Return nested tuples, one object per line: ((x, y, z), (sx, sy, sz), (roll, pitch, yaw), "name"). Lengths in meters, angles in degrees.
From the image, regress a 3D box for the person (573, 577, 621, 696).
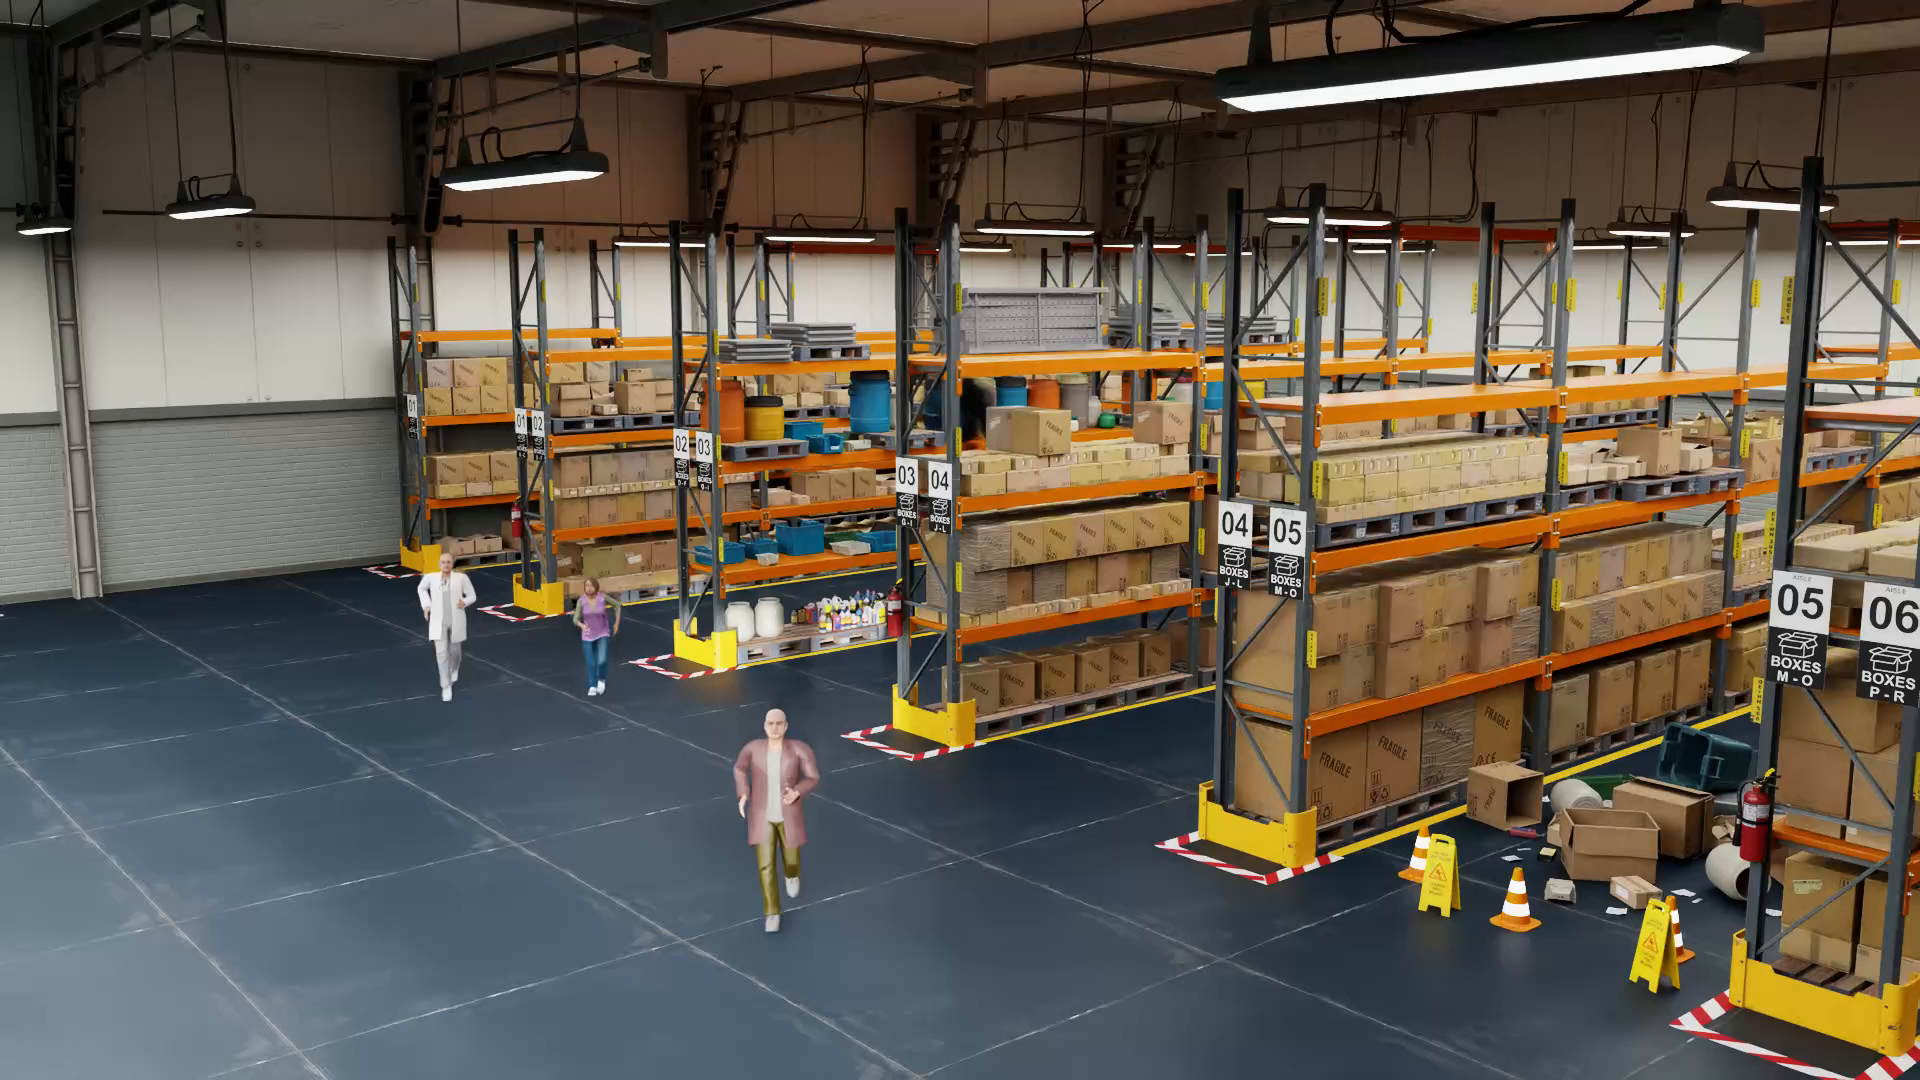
((-4.512, 1.221, 20.676), (0.565, 1.554, 0.743), (-1, 9, -6), "person")

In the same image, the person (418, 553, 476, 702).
((-6.484, 1.054, 21.066), (0.707, 1.796, 1.049), (-3, 9, -17), "person")

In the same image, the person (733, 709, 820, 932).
((-1.503, 2.236, 13.567), (0.720, 1.745, 0.897), (0, 9, -2), "person")
